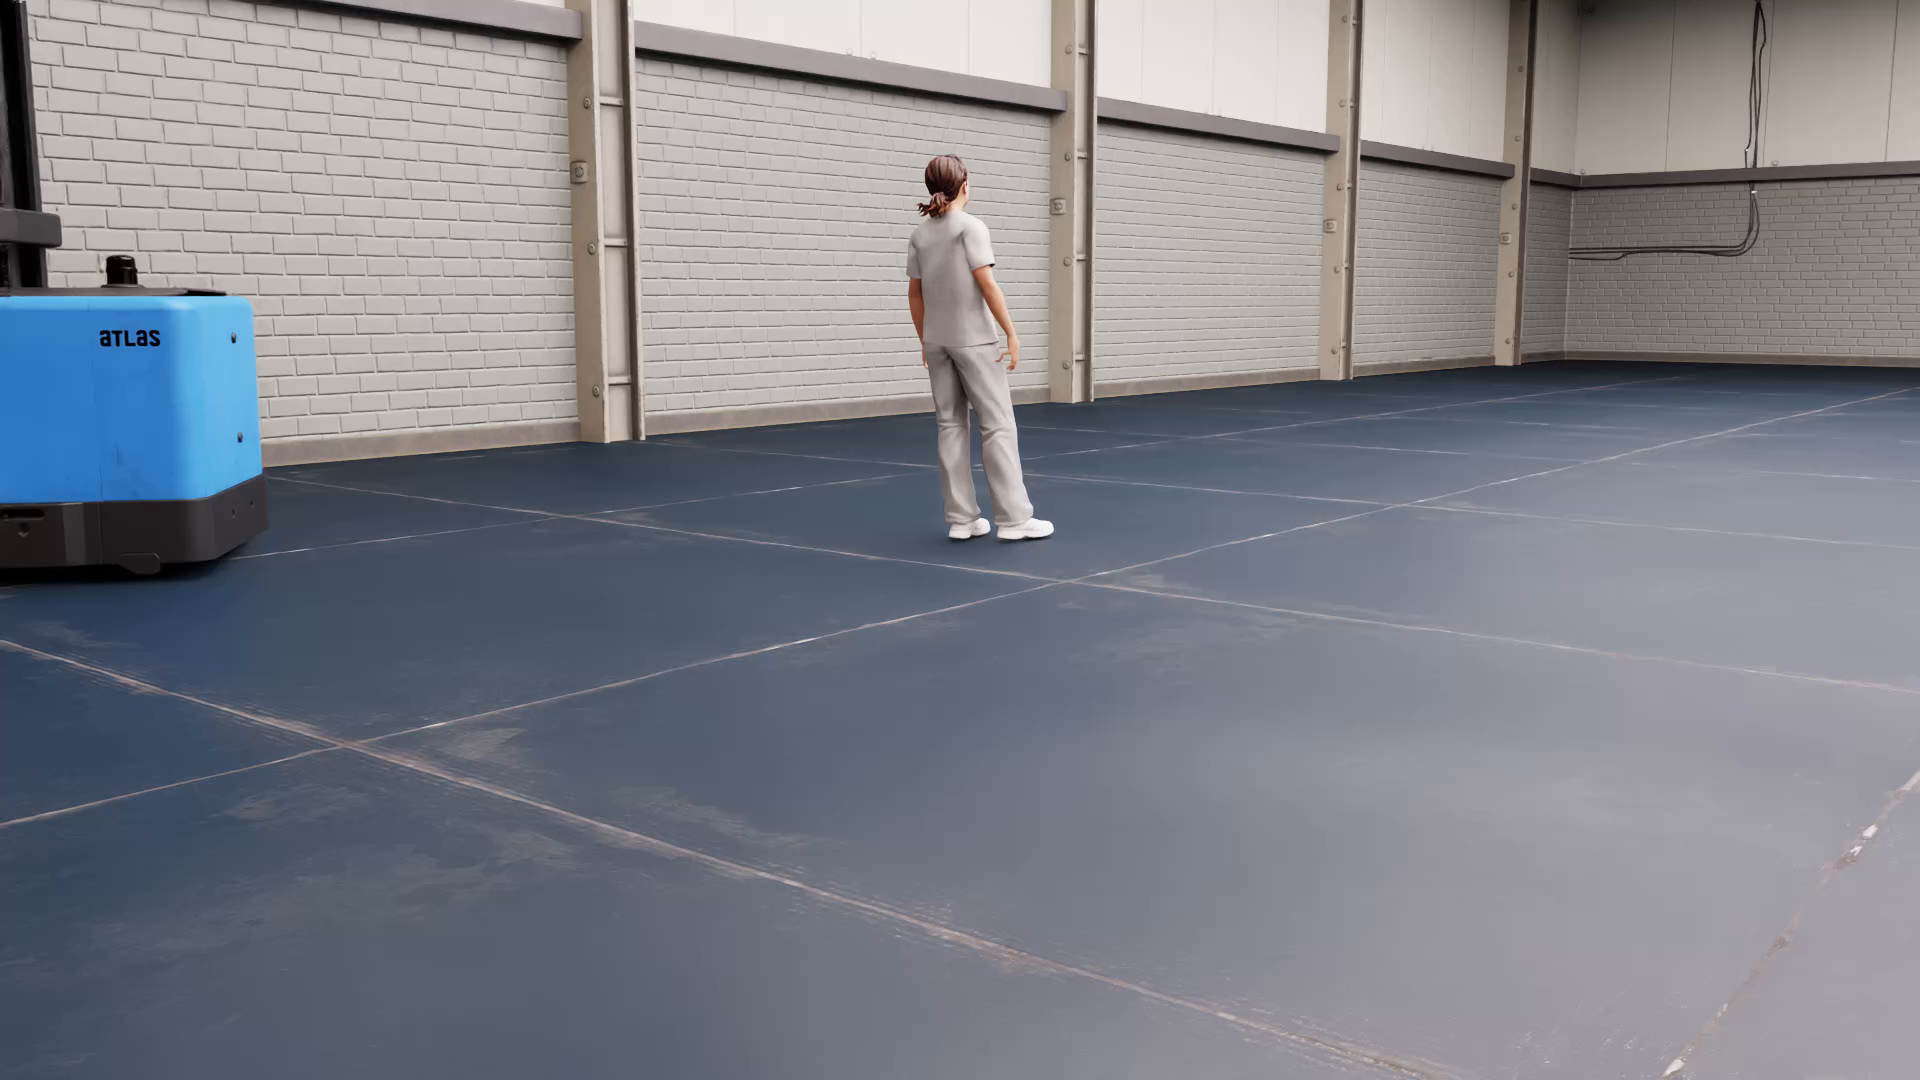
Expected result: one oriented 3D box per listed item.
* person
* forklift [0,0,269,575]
[{"bbox_3d":[0.057,-0.844,7.331,0.549,1.673,0.548,7,11,38],"label":"person"},{"bbox_3d":[-4.437,-1.332,6.386,3.031,2.935,1.130,-1,8,-10],"label":"forklift"}]
